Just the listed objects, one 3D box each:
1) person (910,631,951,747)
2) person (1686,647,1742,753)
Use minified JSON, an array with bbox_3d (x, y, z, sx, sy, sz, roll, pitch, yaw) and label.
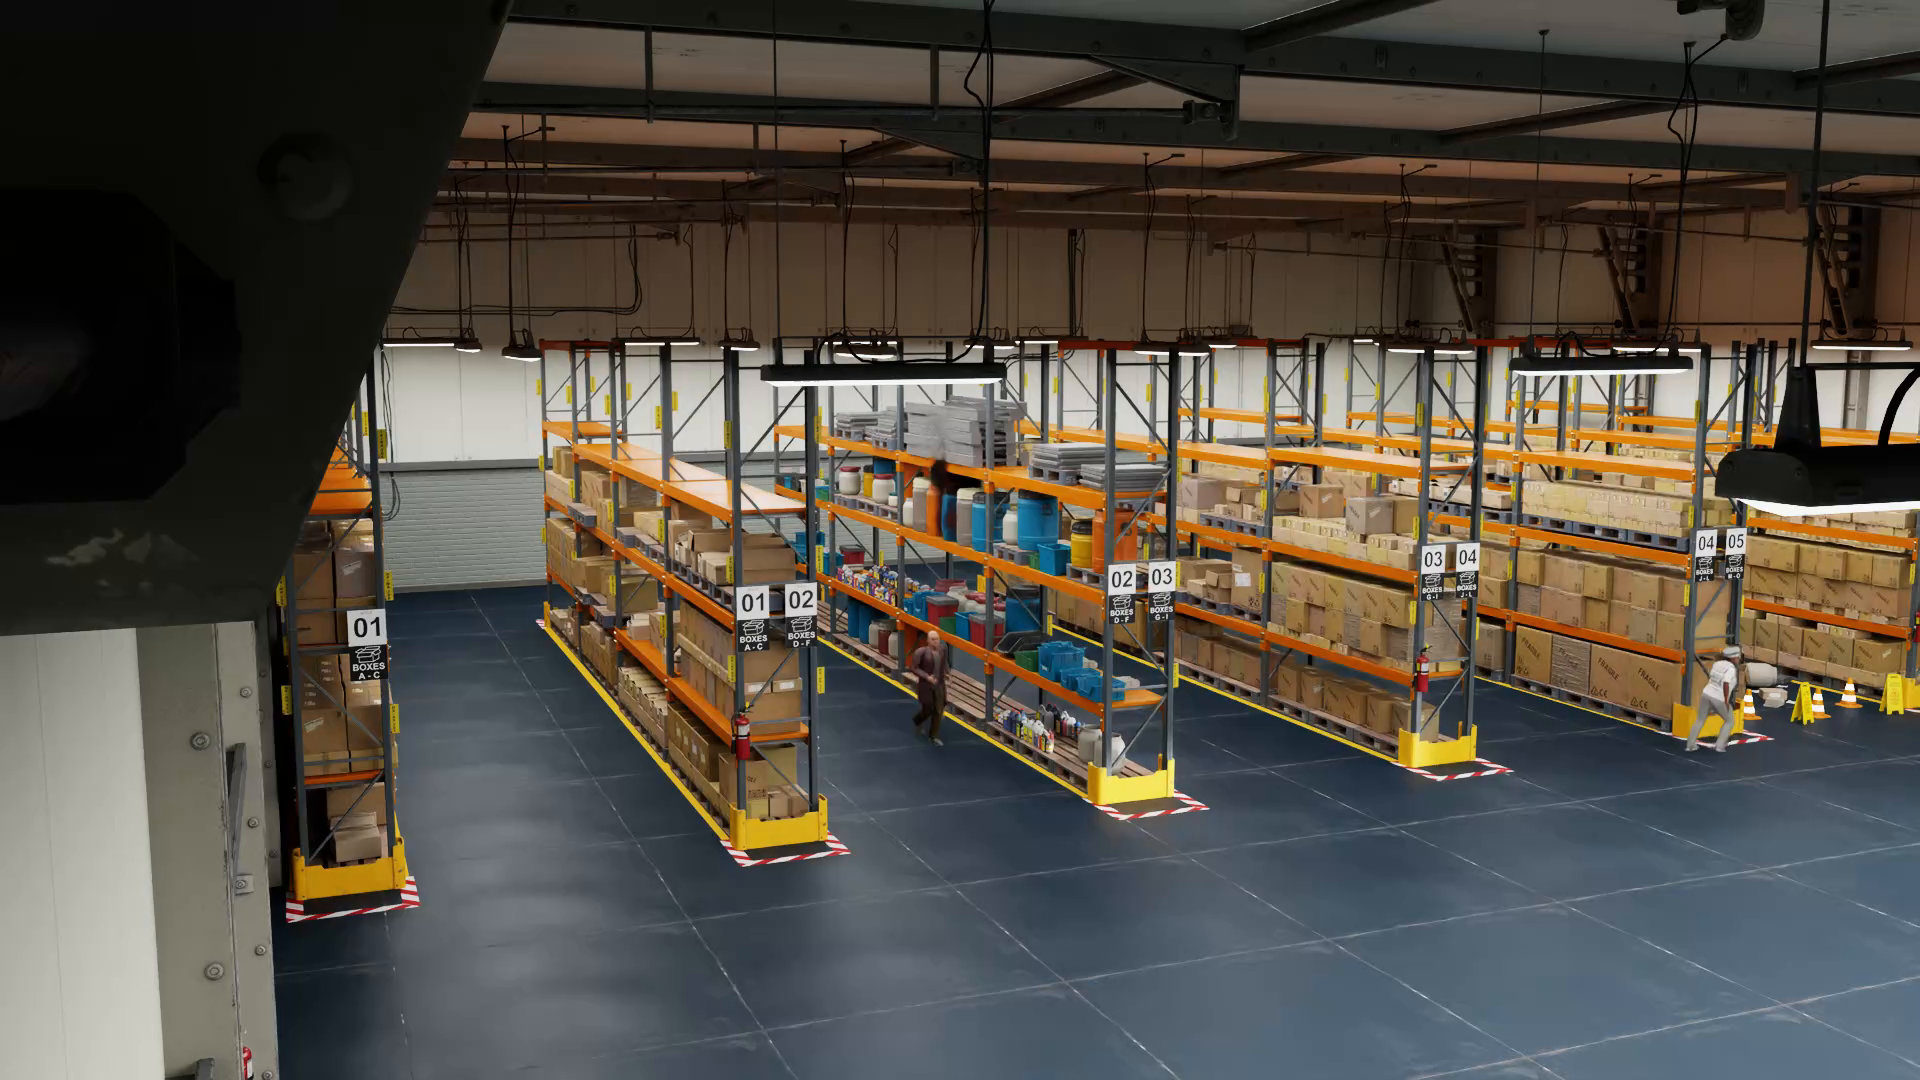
[{"bbox_3d":[-0.492,2.206,25.194,0.701,1.743,0.883,-4,8,-27],"label":"person"},{"bbox_3d":[11.226,2.368,24.596,0.759,1.616,0.612,-3,8,-23],"label":"person"}]
